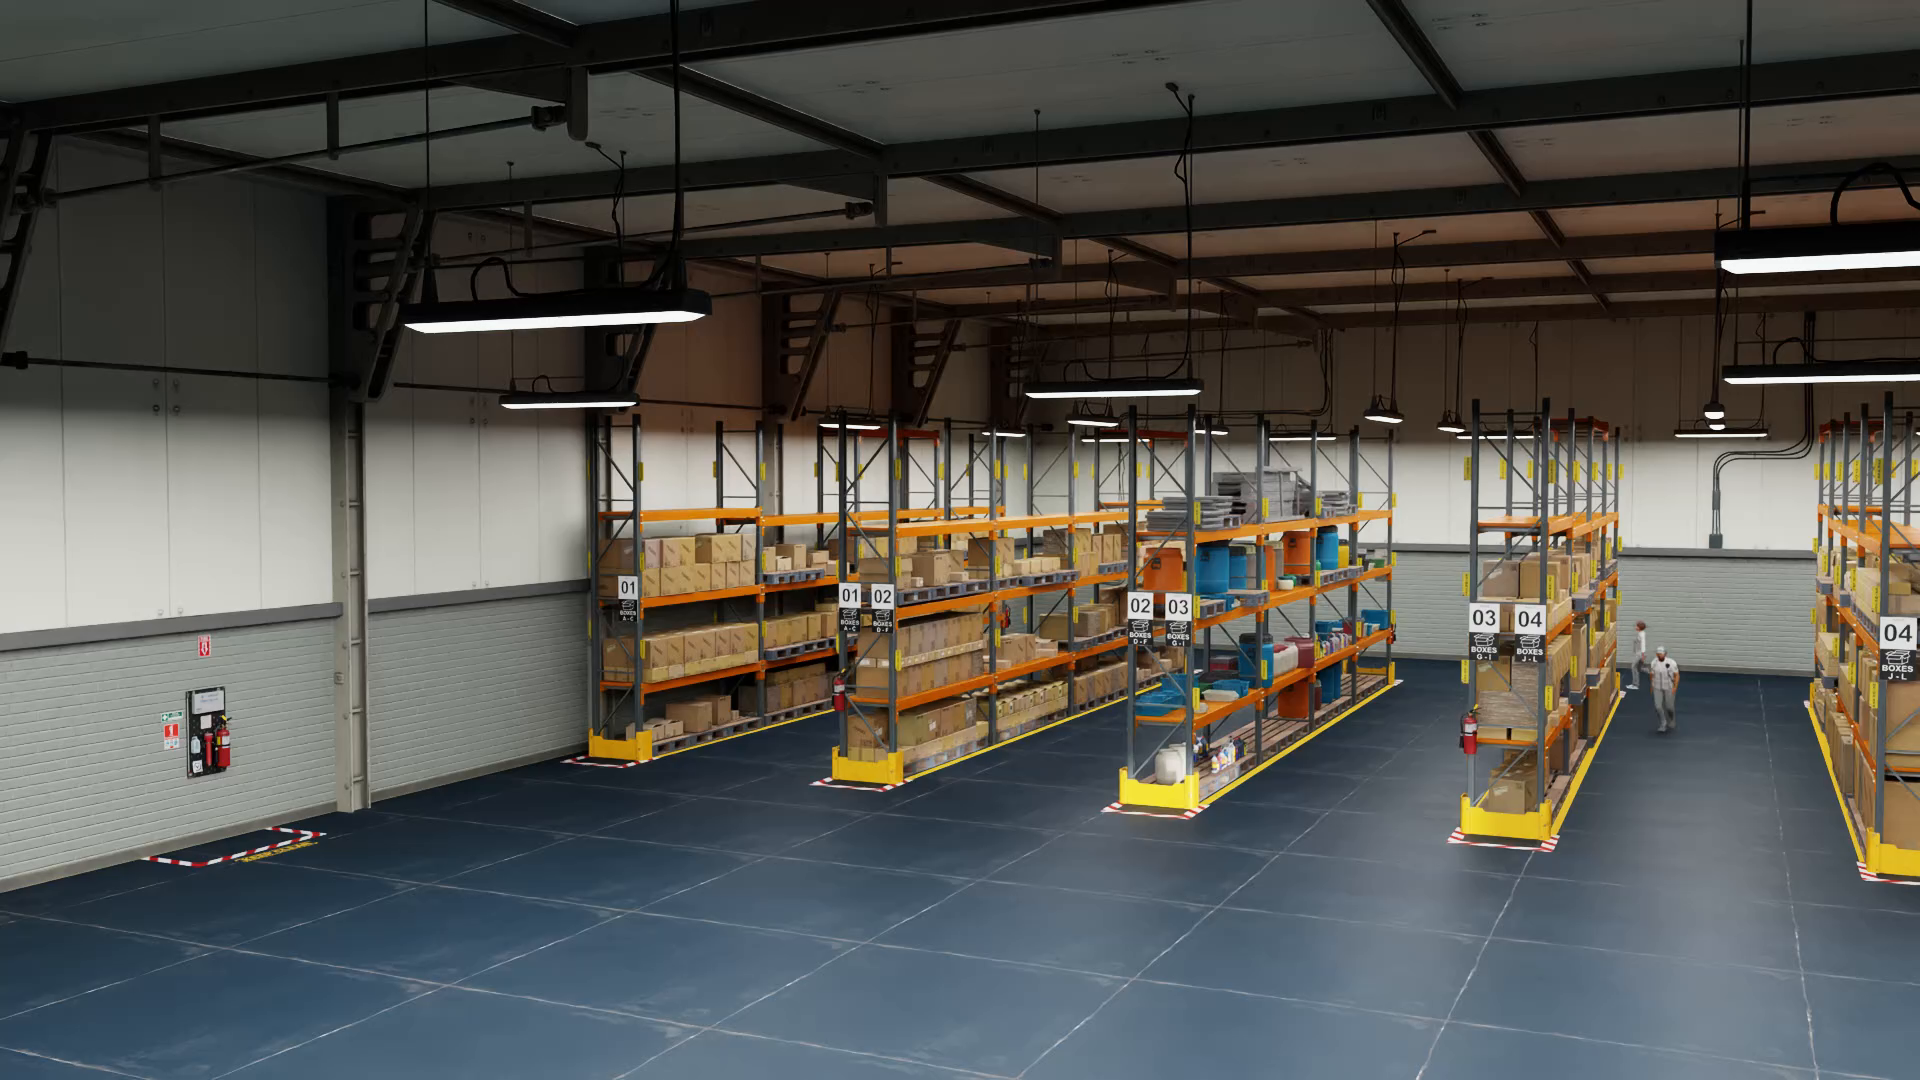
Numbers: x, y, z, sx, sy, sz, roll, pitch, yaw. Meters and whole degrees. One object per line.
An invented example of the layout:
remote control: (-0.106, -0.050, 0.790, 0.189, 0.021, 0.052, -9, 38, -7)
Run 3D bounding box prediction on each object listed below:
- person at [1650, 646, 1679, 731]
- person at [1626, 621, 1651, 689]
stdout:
person: (13.639, 2.867, 32.178, 0.539, 1.642, 0.640, 2, 3, 37)
person: (15.640, 2.633, 38.108, 0.714, 1.569, 0.414, 1, 2, 18)
